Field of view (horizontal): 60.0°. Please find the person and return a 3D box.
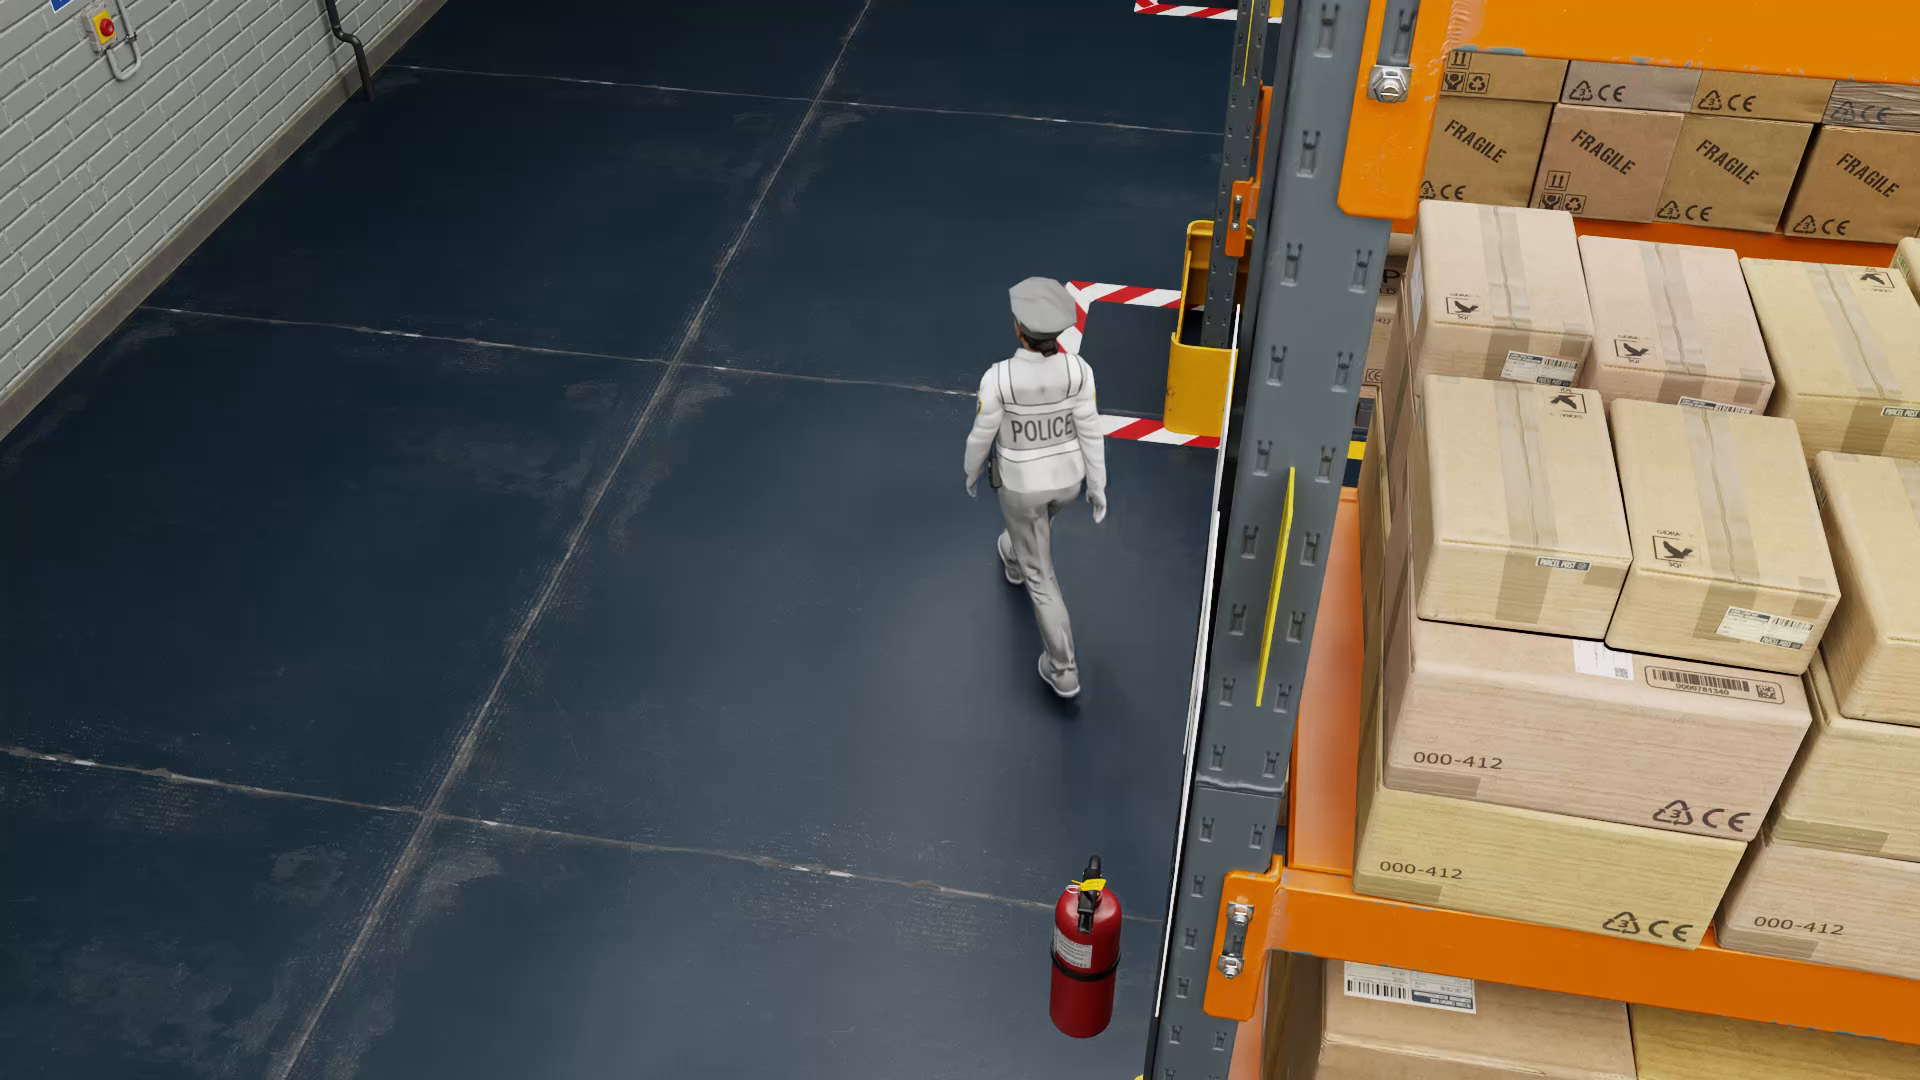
[{"bbox_3d":[0.276,-0.259,6.447,0.509,1.618,1.033,-14,43,-15],"label":"person"}]
